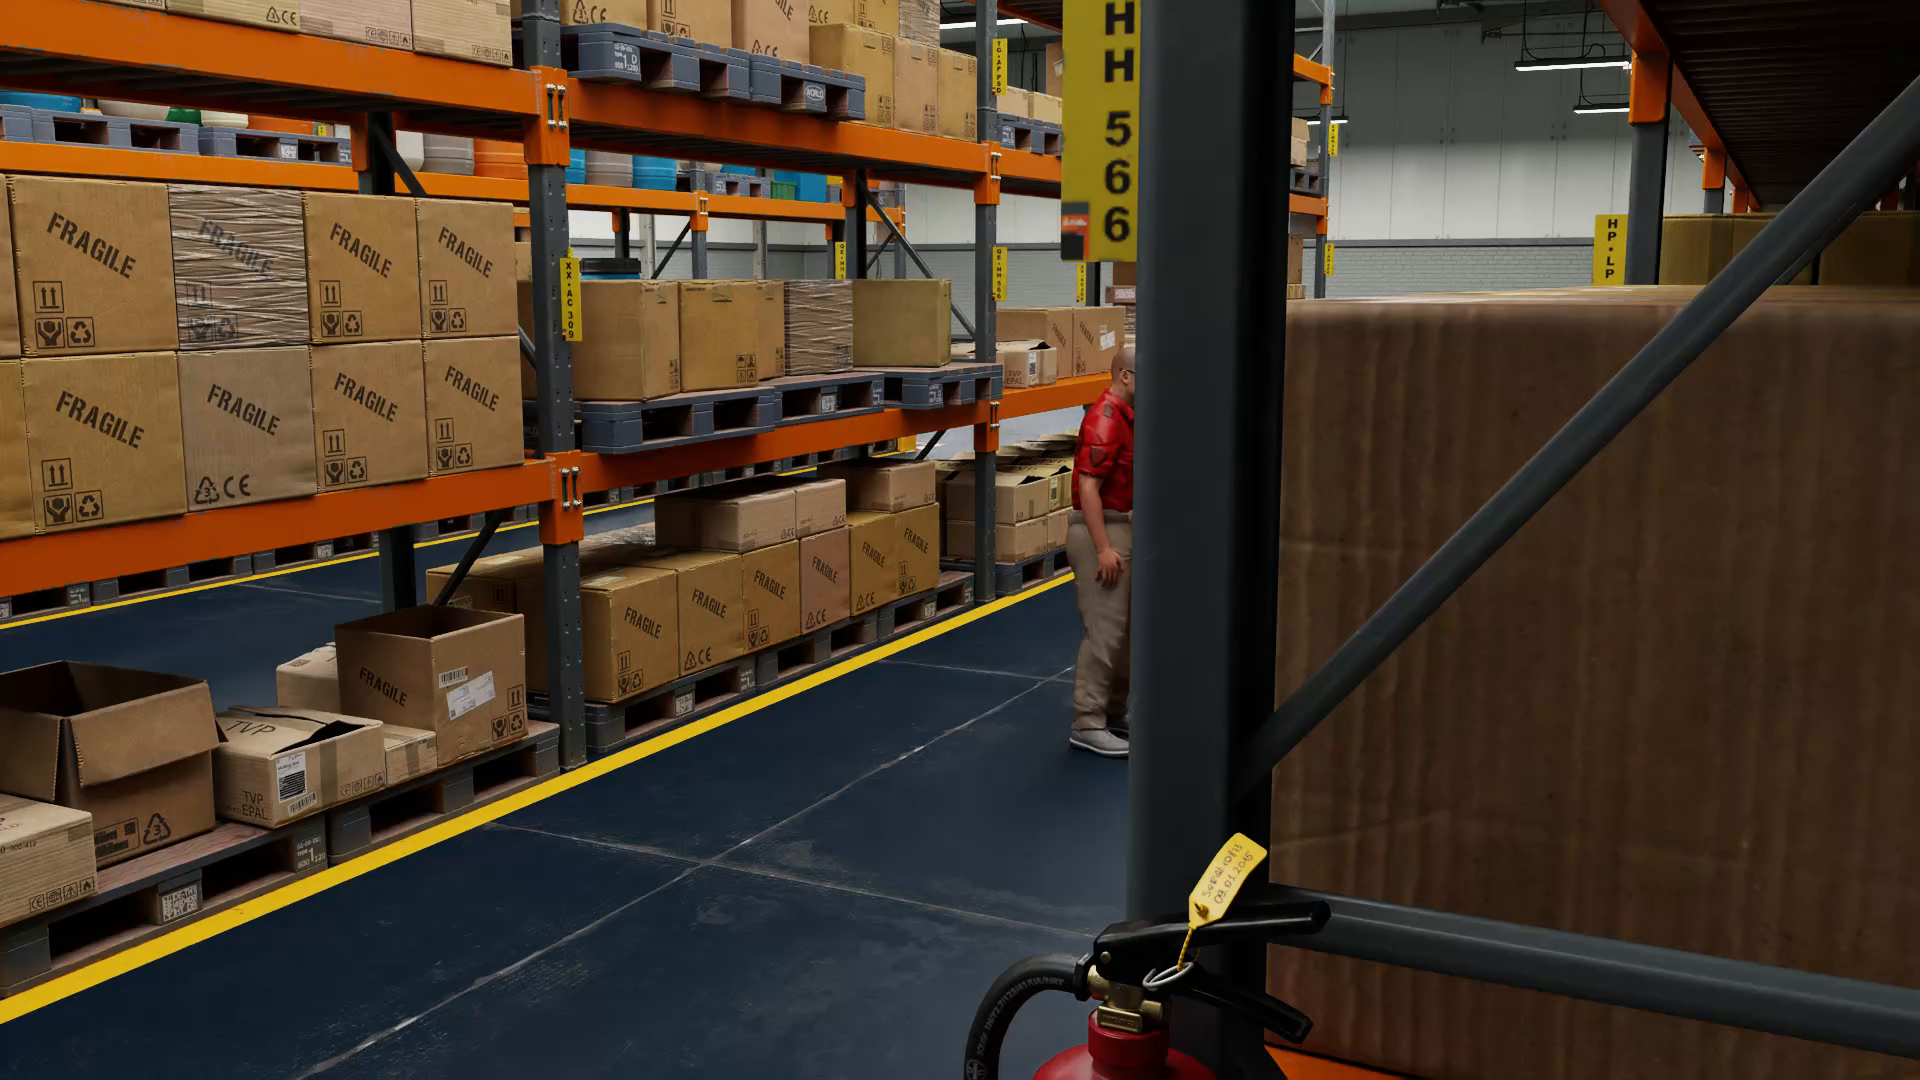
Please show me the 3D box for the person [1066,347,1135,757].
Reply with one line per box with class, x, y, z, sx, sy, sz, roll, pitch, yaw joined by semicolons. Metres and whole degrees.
person;0.678;0.026;7.241;0.378;1.727;0.599;4;10;24
